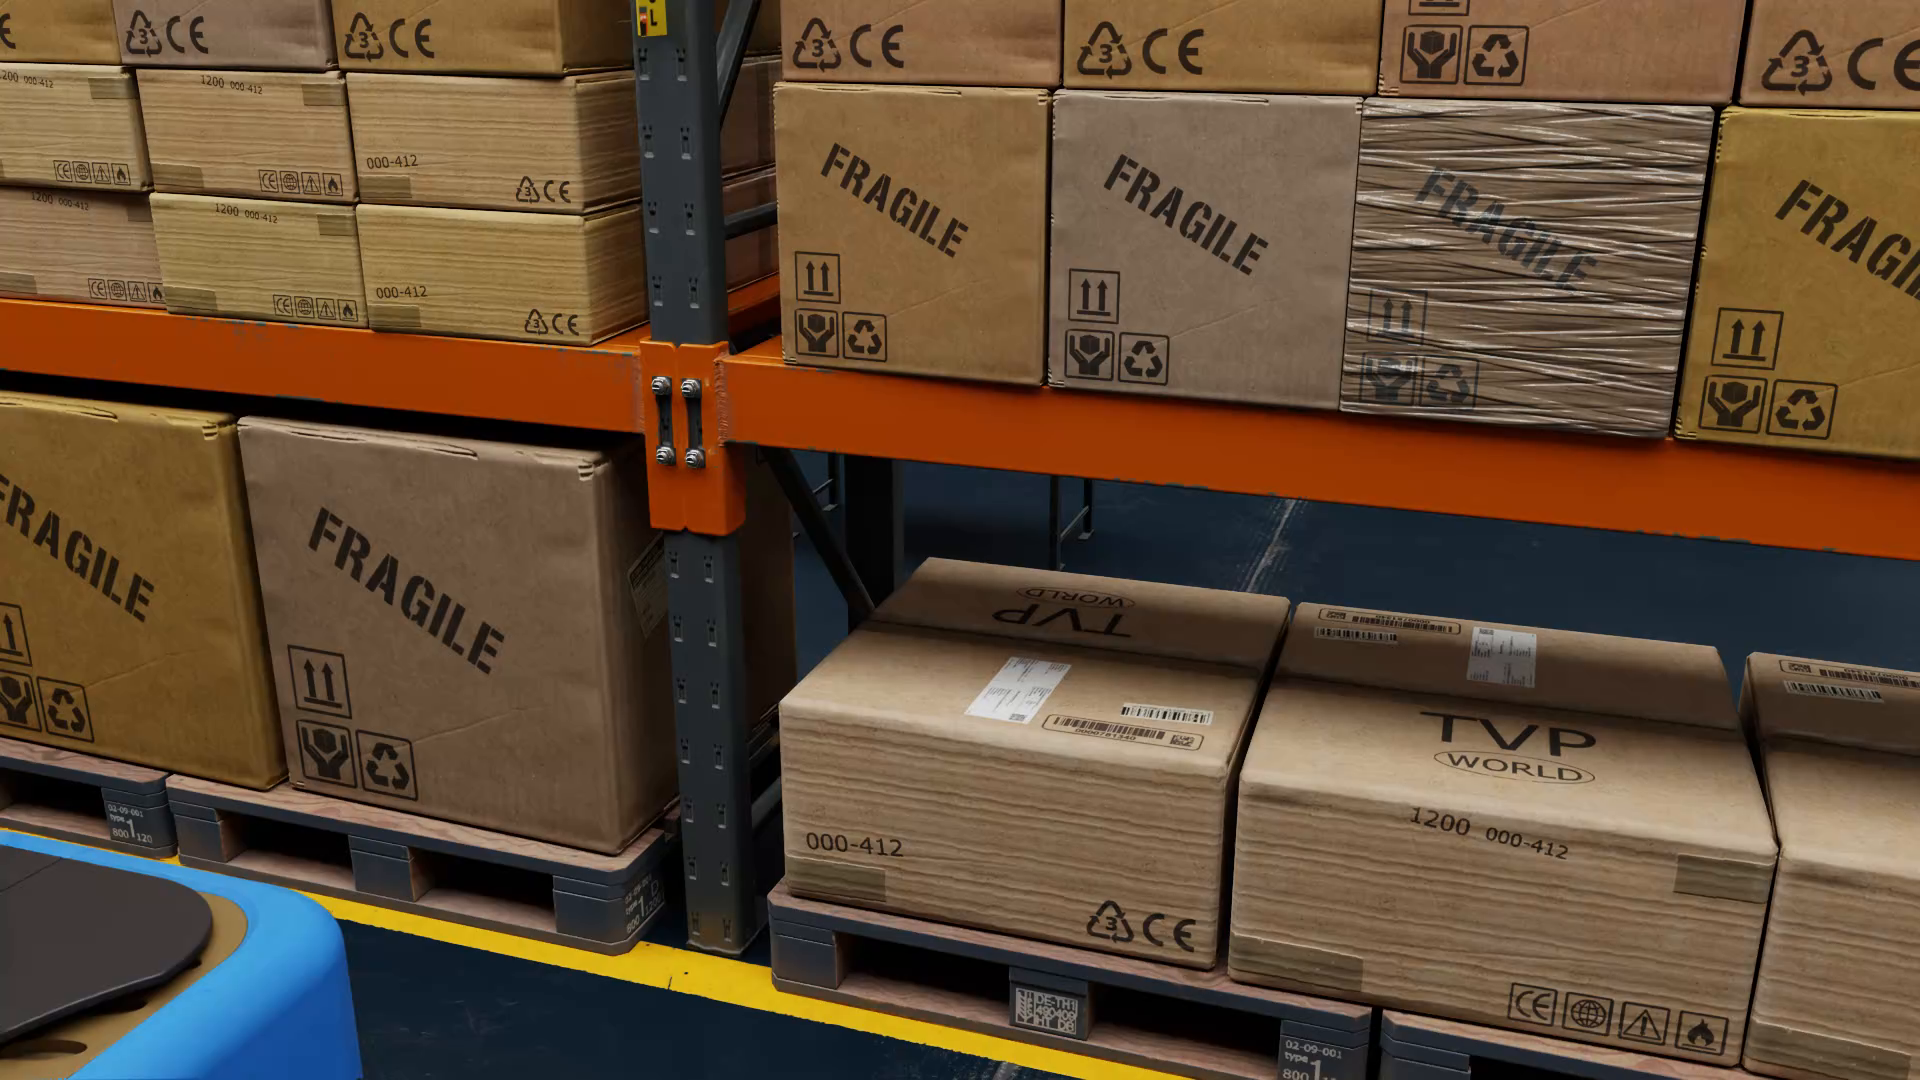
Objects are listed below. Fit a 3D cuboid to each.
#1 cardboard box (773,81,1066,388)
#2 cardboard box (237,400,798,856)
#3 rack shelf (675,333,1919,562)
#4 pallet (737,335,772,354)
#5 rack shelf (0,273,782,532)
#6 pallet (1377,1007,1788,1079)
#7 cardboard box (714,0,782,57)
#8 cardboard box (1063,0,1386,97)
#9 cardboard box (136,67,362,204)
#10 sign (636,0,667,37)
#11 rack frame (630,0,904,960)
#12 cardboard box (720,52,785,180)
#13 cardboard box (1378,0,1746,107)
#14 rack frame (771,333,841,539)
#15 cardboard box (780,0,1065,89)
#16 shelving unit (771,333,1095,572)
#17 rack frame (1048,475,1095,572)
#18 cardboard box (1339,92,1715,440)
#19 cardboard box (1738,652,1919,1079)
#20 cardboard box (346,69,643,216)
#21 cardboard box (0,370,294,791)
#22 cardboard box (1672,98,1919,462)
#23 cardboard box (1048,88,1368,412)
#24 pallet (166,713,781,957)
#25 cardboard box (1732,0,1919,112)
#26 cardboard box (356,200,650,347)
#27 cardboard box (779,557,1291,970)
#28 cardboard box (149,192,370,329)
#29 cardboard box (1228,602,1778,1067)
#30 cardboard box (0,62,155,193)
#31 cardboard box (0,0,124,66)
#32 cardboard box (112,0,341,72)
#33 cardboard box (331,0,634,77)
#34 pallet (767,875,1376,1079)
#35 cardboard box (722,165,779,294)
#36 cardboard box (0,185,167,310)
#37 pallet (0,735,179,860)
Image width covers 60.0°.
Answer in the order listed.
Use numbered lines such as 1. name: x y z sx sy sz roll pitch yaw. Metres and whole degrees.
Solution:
1. cardboard box: -0.005 -0.604 3.099 0.500 0.500 0.500 7 20 20
2. cardboard box: -0.974 0.074 3.896 0.875 0.875 0.875 7 20 20
3. rack shelf: 1.527 -0.133 2.993 4.000 0.370 1.077 7 20 18
4. pallet: -0.725 -1.137 9.016 1.213 0.211 1.003 7 20 18
5. rack shelf: -2.251 -0.565 4.232 4.000 0.370 1.077 7 20 18
6. pallet: 1.487 0.866 3.271 1.213 0.211 1.003 7 20 18
7. cardboard box: -0.683 -1.345 3.706 0.500 0.500 0.500 7 20 19
8. cardboard box: 0.483 -1.025 2.787 0.500 0.500 0.500 6 20 17
9. cardboard box: -1.333 -0.877 3.505 0.500 0.250 0.500 7 20 19
10. sign: -0.531 -1.028 2.830 0.005 0.325 0.100 7 20 18
11. rack frame: -0.362 -0.688 3.494 0.127 3.000 1.000 7 20 18
12. cardboard box: -0.685 -0.989 3.824 0.500 0.250 0.500 6 20 16
13. cardboard box: 0.964 -0.966 2.619 0.500 0.500 0.500 7 20 19
14. rack frame: -0.561 -0.772 6.013 0.032 1.500 0.500 7 20 18
15. cardboard box: 0.008 -1.081 2.950 0.500 0.500 0.500 7 20 18
16. shelving unit: -0.081 -0.717 5.856 1.048 1.500 0.538 7 20 18
17. rack frame: 0.400 -0.663 5.698 0.032 1.500 0.500 7 20 18
18. cardboard box: 0.937 -0.492 2.779 0.500 0.500 0.500 7 20 18
19. cardboard box: 1.893 0.619 2.999 0.875 0.438 0.875 7 20 20
20. cardboard box: -0.858 -0.826 3.356 0.500 0.250 0.500 7 20 18
21. cardboard box: -1.830 -0.021 4.169 0.875 0.875 0.875 7 20 20
22. cardboard box: 1.424 -0.437 2.620 0.500 0.500 0.500 7 20 20
23. cardboard box: 0.469 -0.548 2.939 0.500 0.500 0.500 7 20 18
24. pallet: -1.116 0.568 4.125 1.213 0.211 1.003 7 20 18
25. cardboard box: 1.439 -0.910 2.460 0.500 0.500 0.500 6 20 18
26. cardboard box: -0.868 -0.588 3.433 0.500 0.250 0.500 6 20 17
27. cardboard box: 0.196 0.424 3.556 0.875 0.438 0.875 6 20 17
28. cardboard box: -1.349 -0.643 3.592 0.500 0.250 0.500 6 20 17
29. cardboard box: 1.042 0.521 3.280 0.875 0.438 0.875 6 20 16
30. cardboard box: -1.824 -0.932 3.660 0.500 0.250 0.500 7 20 19
31. cardboard box: -1.830 -1.292 3.556 0.500 0.500 0.500 7 20 20
32. cardboard box: -1.358 -1.232 3.381 0.500 0.500 0.500 7 20 19
33. cardboard box: -0.866 -1.178 3.228 0.500 0.500 0.500 7 20 20
34. pallet: 0.331 0.735 3.648 1.213 0.211 1.003 7 20 18
35. cardboard box: -0.691 -0.747 3.891 0.500 0.250 0.500 6 20 17
36. cardboard box: -1.820 -0.704 3.765 0.500 0.250 0.500 6 20 17
37. pallet: -2.272 0.437 4.501 1.213 0.211 1.003 7 20 18
